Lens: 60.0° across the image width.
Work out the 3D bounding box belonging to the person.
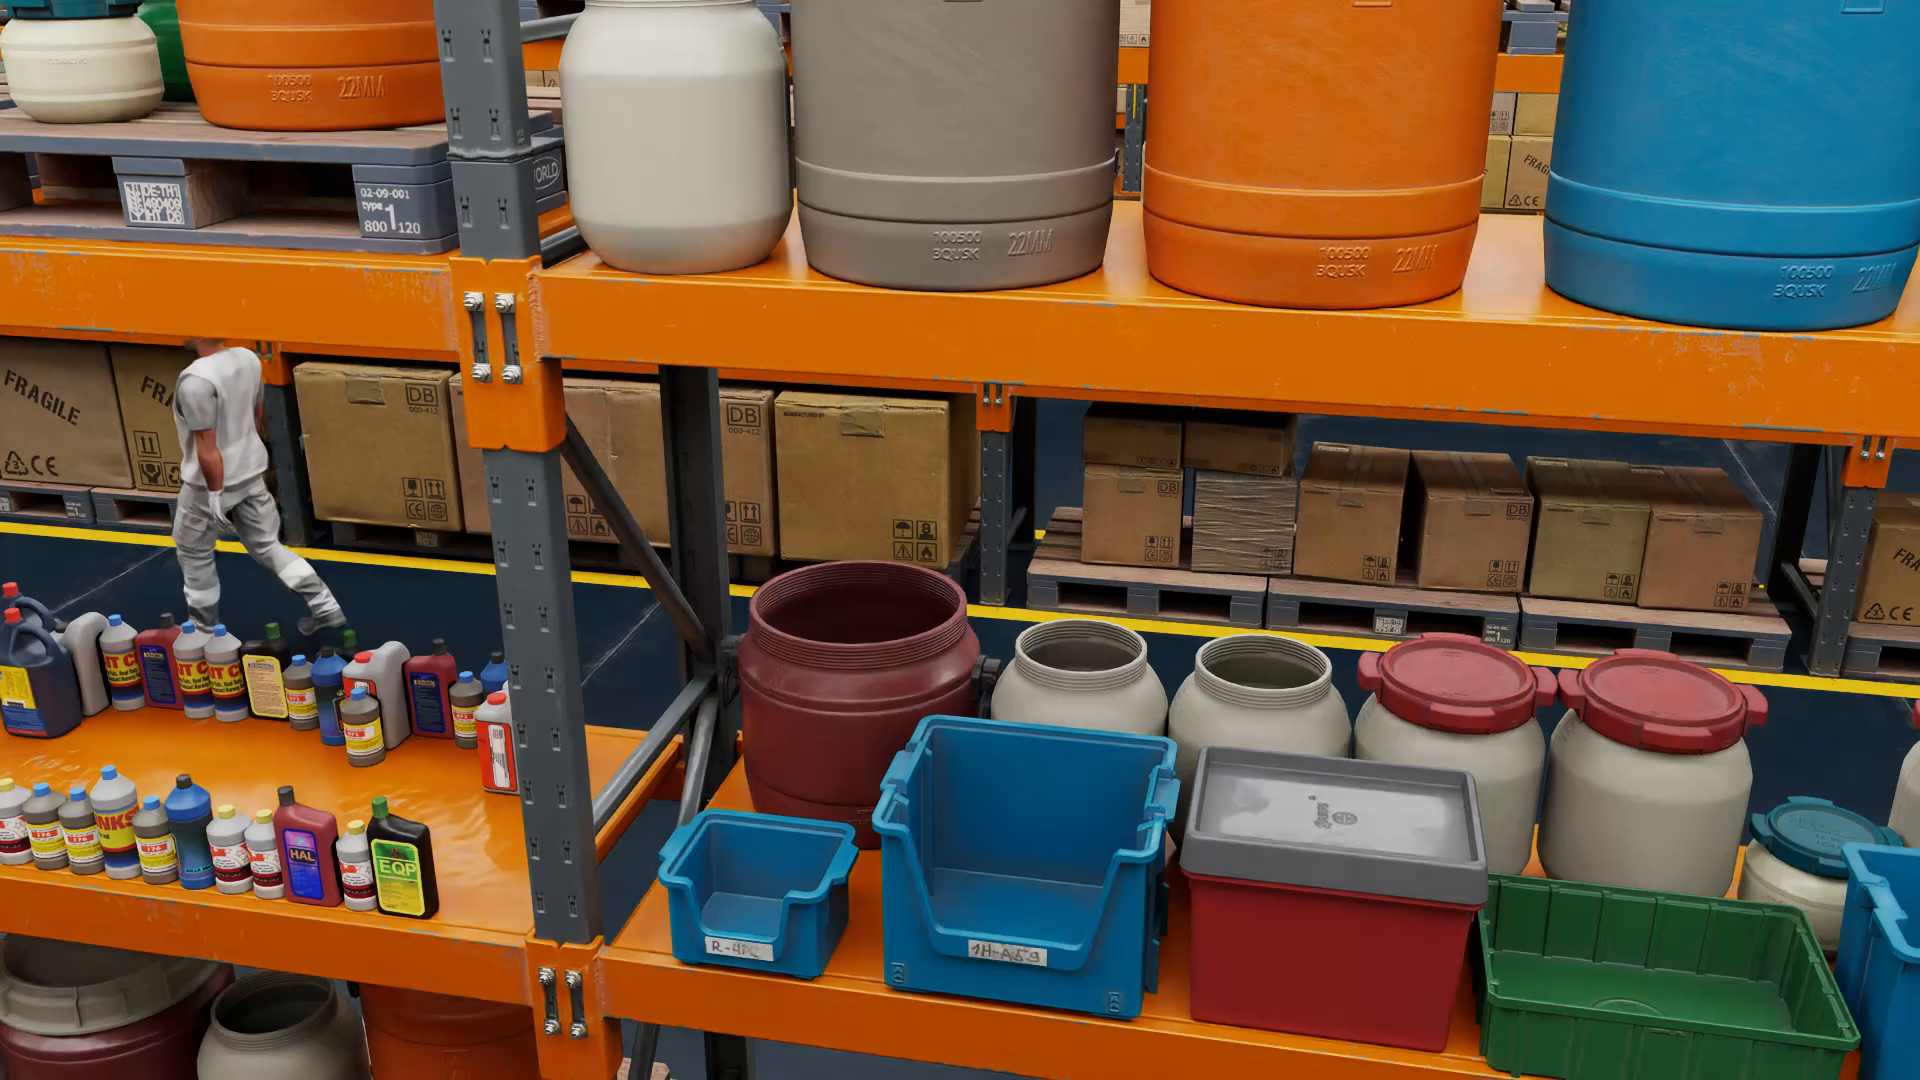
[{"bbox_3d":[-3.423,-0.299,7.809,0.950,1.763,0.546,6,22,16],"label":"person"}]
